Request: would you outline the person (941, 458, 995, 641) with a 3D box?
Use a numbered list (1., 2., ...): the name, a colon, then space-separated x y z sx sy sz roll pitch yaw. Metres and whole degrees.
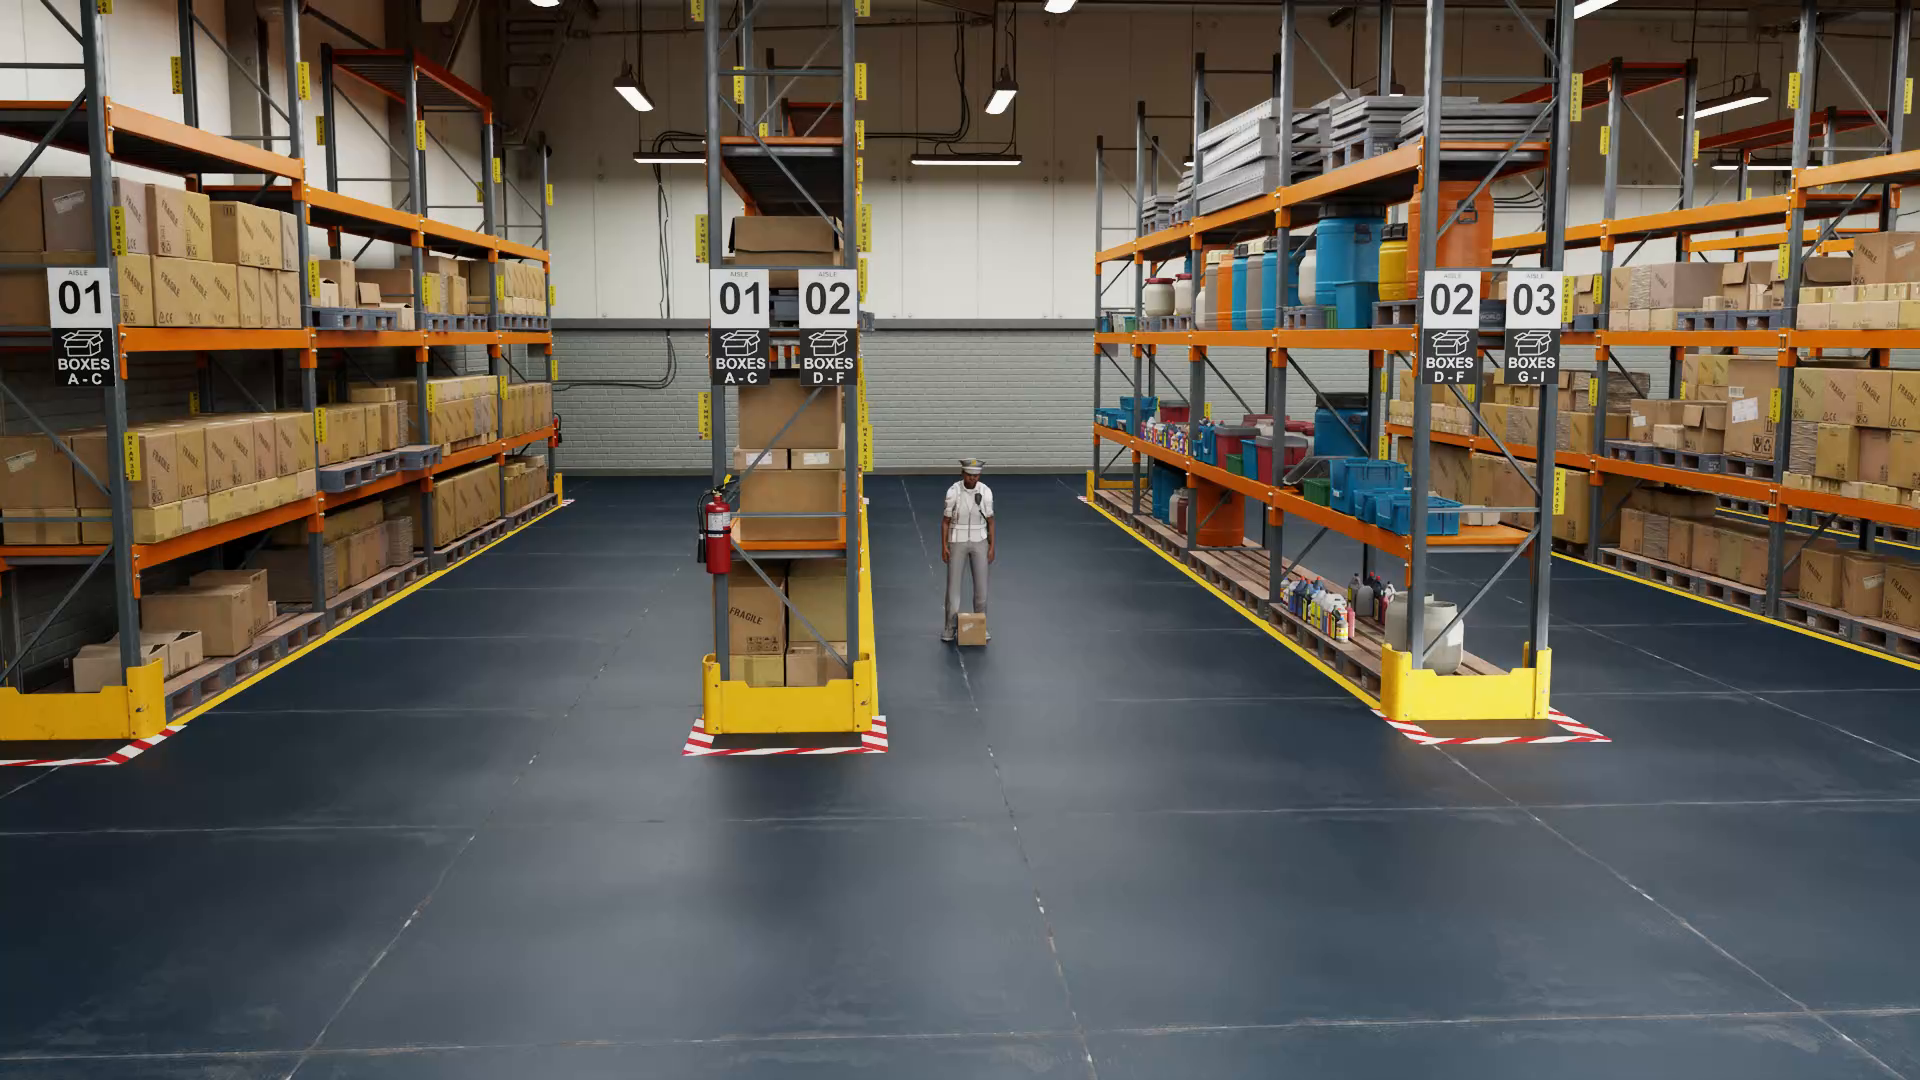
1. person: 0.070 0.076 15.137 0.504 1.657 0.394 -1 7 -5
